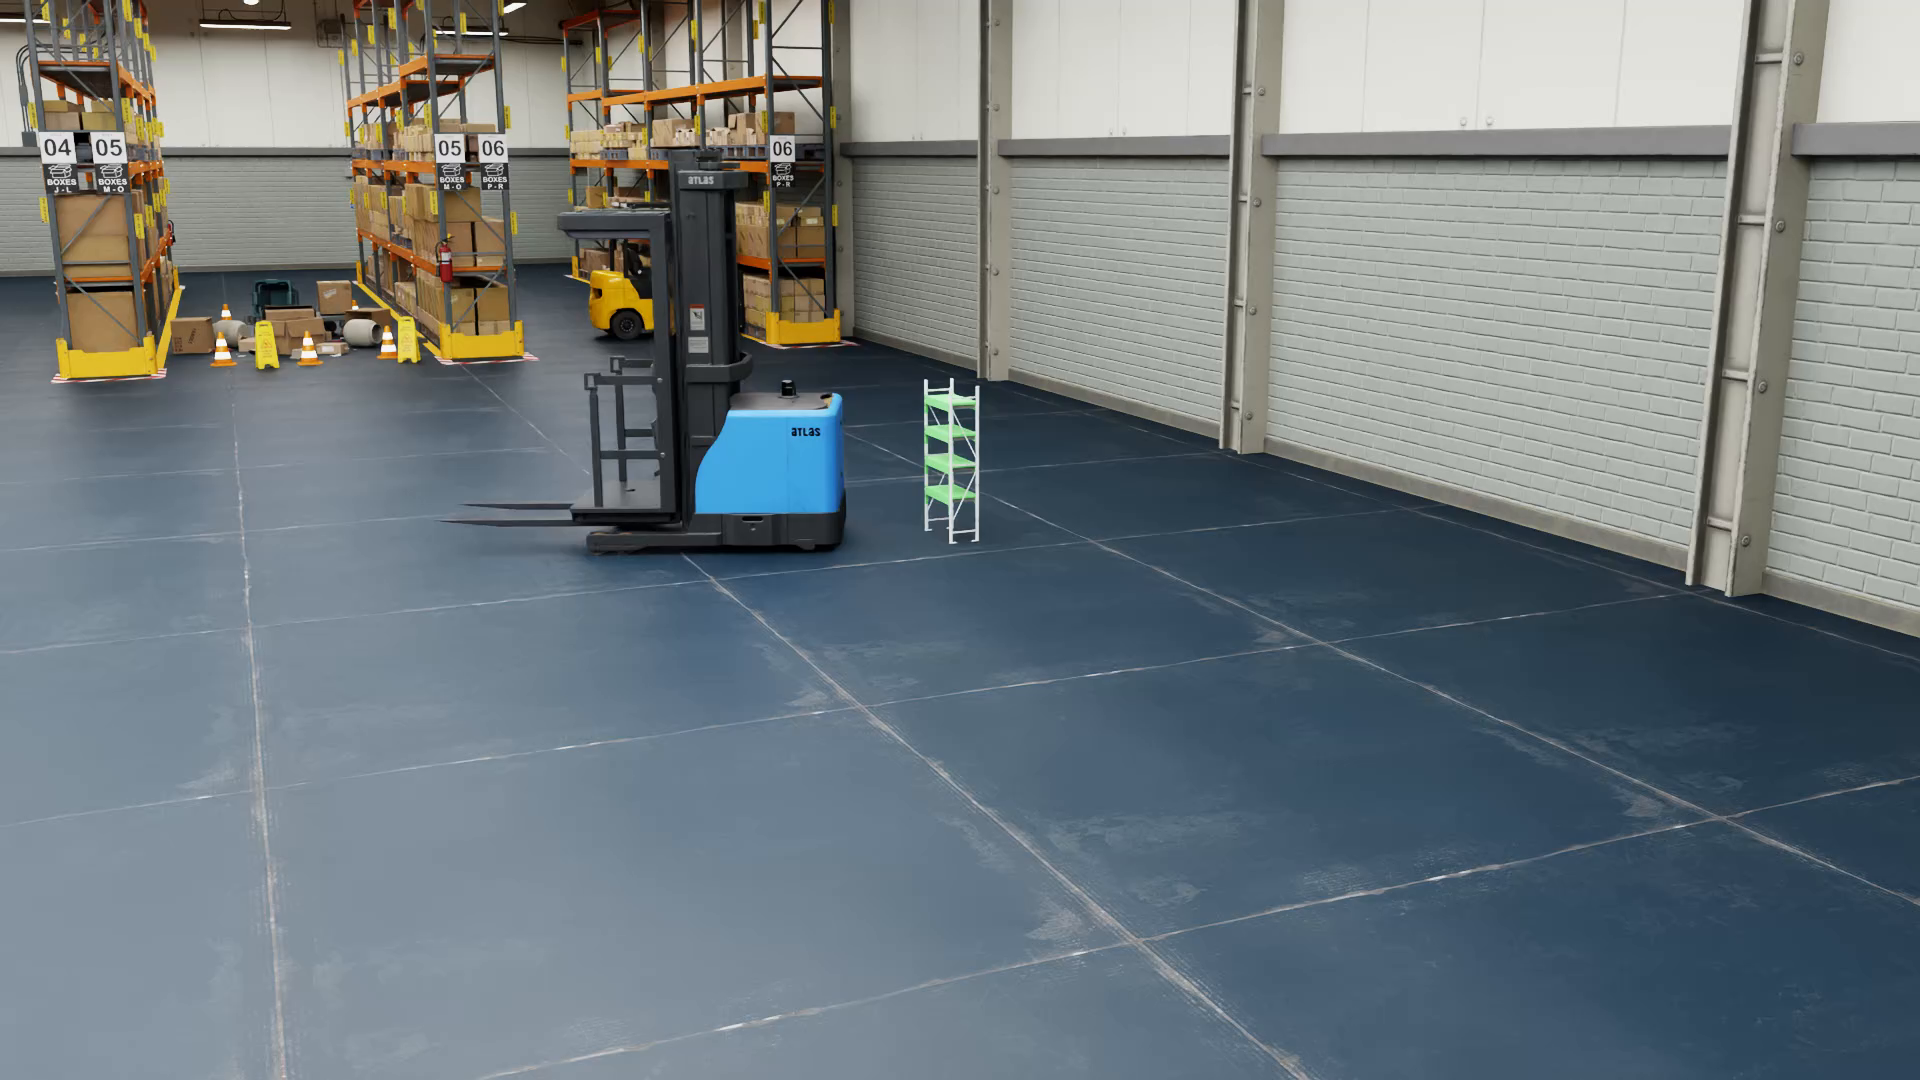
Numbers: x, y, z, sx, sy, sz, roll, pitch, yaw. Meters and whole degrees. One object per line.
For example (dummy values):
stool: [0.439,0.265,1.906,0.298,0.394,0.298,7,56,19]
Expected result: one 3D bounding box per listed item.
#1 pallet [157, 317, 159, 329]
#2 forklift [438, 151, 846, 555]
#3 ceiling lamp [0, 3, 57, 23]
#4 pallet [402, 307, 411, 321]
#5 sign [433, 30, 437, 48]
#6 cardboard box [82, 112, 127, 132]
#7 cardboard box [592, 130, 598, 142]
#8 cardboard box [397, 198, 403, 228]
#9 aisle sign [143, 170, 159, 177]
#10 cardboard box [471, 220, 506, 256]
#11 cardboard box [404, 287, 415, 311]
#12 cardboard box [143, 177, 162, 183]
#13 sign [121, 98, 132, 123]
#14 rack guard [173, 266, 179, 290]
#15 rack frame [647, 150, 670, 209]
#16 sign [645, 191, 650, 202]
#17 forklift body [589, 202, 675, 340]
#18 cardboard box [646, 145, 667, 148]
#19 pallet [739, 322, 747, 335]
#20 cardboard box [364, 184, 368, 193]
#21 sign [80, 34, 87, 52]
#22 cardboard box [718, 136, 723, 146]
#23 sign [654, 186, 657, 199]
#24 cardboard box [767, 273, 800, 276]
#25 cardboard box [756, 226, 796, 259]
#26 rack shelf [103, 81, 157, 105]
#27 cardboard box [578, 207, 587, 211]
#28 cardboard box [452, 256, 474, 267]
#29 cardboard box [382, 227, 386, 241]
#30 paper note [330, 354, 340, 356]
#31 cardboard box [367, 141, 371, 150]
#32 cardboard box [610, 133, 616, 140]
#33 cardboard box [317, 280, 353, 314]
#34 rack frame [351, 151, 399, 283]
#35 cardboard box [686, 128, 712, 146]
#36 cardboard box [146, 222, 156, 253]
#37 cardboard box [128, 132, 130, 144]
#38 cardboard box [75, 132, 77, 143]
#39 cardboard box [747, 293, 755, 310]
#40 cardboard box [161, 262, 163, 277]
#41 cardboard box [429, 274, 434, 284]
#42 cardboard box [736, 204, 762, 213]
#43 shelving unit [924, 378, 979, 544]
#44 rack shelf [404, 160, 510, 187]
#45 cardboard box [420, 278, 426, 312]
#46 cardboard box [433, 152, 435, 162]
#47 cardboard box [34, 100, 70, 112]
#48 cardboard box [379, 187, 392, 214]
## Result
pallet: [-14.014,-3.581,27.875,1.003,0.211,1.213,-6,14,-23]
forklift: [-2.422,-1.438,12.581,3.031,2.935,1.130,0,13,-1]
ceiling lamp: [-21.287,-13.137,36.728,2.000,3.185,0.800,-6,14,-23]
pallet: [-9.454,-4.057,29.932,1.003,0.211,1.213,-6,14,-23]
sign: [-9.757,-9.297,30.833,0.100,0.325,0.005,-6,14,-23]
cardboard box: [-11.499,-5.618,22.357,0.500,0.250,0.500,-6,14,-23]
cardboard box: [-7.940,-9.068,37.309,0.500,0.250,0.500,-6,14,-24]
cardboard box: [-9.655,-5.793,29.436,0.500,0.500,0.500,-6,14,-25]
aisle sign: [-17.704,-8.323,36.412,0.394,0.787,0.004,-6,14,-23]
cardboard box: [-6.981,-4.493,24.748,0.500,0.500,0.500,-6,14,-24]
cardboard box: [-9.432,-4.327,29.809,0.950,0.372,0.625,-5,14,-21]
cardboard box: [-16.905,-7.302,34.670,0.500,0.500,0.500,-6,14,-25]
sign: [-11.030,-5.683,22.006,0.100,0.325,0.005,-6,14,-23]
rack guard: [-17.920,-5.780,36.737,1.175,0.500,0.348,-6,14,-23]
rack frame: [-5.704,-6.278,33.344,1.000,3.000,0.127,-6,14,-23]
sign: [-6.197,-6.753,33.002,0.100,0.325,0.005,-6,14,-23]
forklift body: [-4.930,-4.439,27.279,2.313,2.155,1.214,-6,14,-23]
cardboard box: [-6.067,-7.912,33.200,0.380,0.149,0.250,-5,14,-22]
pallet: [-3.329,-3.673,28.271,1.003,0.211,1.213,-6,14,-23]
cardboard box: [-12.295,-7.264,35.163,0.500,0.500,0.500,-6,14,-23]
sign: [-16.852,-9.559,31.966,0.100,0.325,0.005,-6,14,-23]
cardboard box: [-3.892,-6.765,28.199,0.380,0.149,0.250,-5,14,-21]
sign: [-6.799,-7.720,37.004,0.100,0.325,0.005,-6,14,-23]
cardboard box: [-2.912,-4.301,27.750,0.500,0.250,0.500,-6,14,-23]
cardboard box: [-2.937,-4.752,26.528,0.500,0.500,0.500,-6,14,-24]
rack shelf: [-17.149,-9.171,34.142,1.077,0.370,4.000,-6,14,-23]
cardboard box: [-8.771,-7.781,39.508,0.500,0.250,0.500,-5,14,-22]
cardboard box: [-7.392,-4.112,24.541,0.380,0.149,0.250,-5,14,-21]
cardboard box: [-10.910,-5.941,32.220,0.500,0.250,0.500,-5,14,-22]
paper note: [-9.248,-2.745,24.664,0.148,0.019,0.142,-12,18,-42]
cardboard box: [-11.667,-7.915,33.349,0.380,0.166,0.250,-7,15,-27]
cardboard box: [-7.226,-8.585,35.402,0.380,0.149,0.250,-6,14,-24]
cardboard box: [-10.267,-3.987,27.308,0.500,0.500,0.500,-6,14,-23]
rack frame: [-13.455,-7.482,38.545,1.000,3.000,0.127,-6,14,-23]
cardboard box: [-4.615,-7.251,29.937,0.500,0.311,0.500,-6,14,-25]
cardboard box: [-13.711,-5.029,27.725,0.500,0.500,0.500,-5,14,-22]
cardboard box: [-11.689,-5.557,22.980,0.380,0.149,0.250,-6,14,-23]
cardboard box: [-12.289,-5.496,22.716,0.380,0.149,0.250,-5,14,-22]
cardboard box: [-3.172,-3.911,27.173,0.500,0.250,0.500,-6,14,-24]
cardboard box: [-15.003,-4.982,30.694,0.500,0.250,0.500,-6,14,-24]
cardboard box: [-8.016,-4.041,25.743,0.380,0.149,0.250,-5,14,-21]
cardboard box: [-3.541,-5.560,27.920,0.380,0.149,0.250,-6,14,-23]
shelving unit: [-0.066,-0.619,12.882,0.258,1.200,0.503,-6,14,-23]
rack shelf: [-7.847,-5.700,25.790,1.077,0.370,4.000,-6,14,-23]
cardboard box: [-8.434,-3.977,26.905,0.500,0.500,0.500,-5,14,-21]
cardboard box: [-7.445,-5.564,24.161,0.380,0.149,0.250,-6,14,-23]
cardboard box: [-11.987,-5.728,21.950,0.380,0.149,0.250,-5,14,-22]
cardboard box: [-10.910,-6.553,32.094,0.500,0.500,0.500,-5,14,-22]
